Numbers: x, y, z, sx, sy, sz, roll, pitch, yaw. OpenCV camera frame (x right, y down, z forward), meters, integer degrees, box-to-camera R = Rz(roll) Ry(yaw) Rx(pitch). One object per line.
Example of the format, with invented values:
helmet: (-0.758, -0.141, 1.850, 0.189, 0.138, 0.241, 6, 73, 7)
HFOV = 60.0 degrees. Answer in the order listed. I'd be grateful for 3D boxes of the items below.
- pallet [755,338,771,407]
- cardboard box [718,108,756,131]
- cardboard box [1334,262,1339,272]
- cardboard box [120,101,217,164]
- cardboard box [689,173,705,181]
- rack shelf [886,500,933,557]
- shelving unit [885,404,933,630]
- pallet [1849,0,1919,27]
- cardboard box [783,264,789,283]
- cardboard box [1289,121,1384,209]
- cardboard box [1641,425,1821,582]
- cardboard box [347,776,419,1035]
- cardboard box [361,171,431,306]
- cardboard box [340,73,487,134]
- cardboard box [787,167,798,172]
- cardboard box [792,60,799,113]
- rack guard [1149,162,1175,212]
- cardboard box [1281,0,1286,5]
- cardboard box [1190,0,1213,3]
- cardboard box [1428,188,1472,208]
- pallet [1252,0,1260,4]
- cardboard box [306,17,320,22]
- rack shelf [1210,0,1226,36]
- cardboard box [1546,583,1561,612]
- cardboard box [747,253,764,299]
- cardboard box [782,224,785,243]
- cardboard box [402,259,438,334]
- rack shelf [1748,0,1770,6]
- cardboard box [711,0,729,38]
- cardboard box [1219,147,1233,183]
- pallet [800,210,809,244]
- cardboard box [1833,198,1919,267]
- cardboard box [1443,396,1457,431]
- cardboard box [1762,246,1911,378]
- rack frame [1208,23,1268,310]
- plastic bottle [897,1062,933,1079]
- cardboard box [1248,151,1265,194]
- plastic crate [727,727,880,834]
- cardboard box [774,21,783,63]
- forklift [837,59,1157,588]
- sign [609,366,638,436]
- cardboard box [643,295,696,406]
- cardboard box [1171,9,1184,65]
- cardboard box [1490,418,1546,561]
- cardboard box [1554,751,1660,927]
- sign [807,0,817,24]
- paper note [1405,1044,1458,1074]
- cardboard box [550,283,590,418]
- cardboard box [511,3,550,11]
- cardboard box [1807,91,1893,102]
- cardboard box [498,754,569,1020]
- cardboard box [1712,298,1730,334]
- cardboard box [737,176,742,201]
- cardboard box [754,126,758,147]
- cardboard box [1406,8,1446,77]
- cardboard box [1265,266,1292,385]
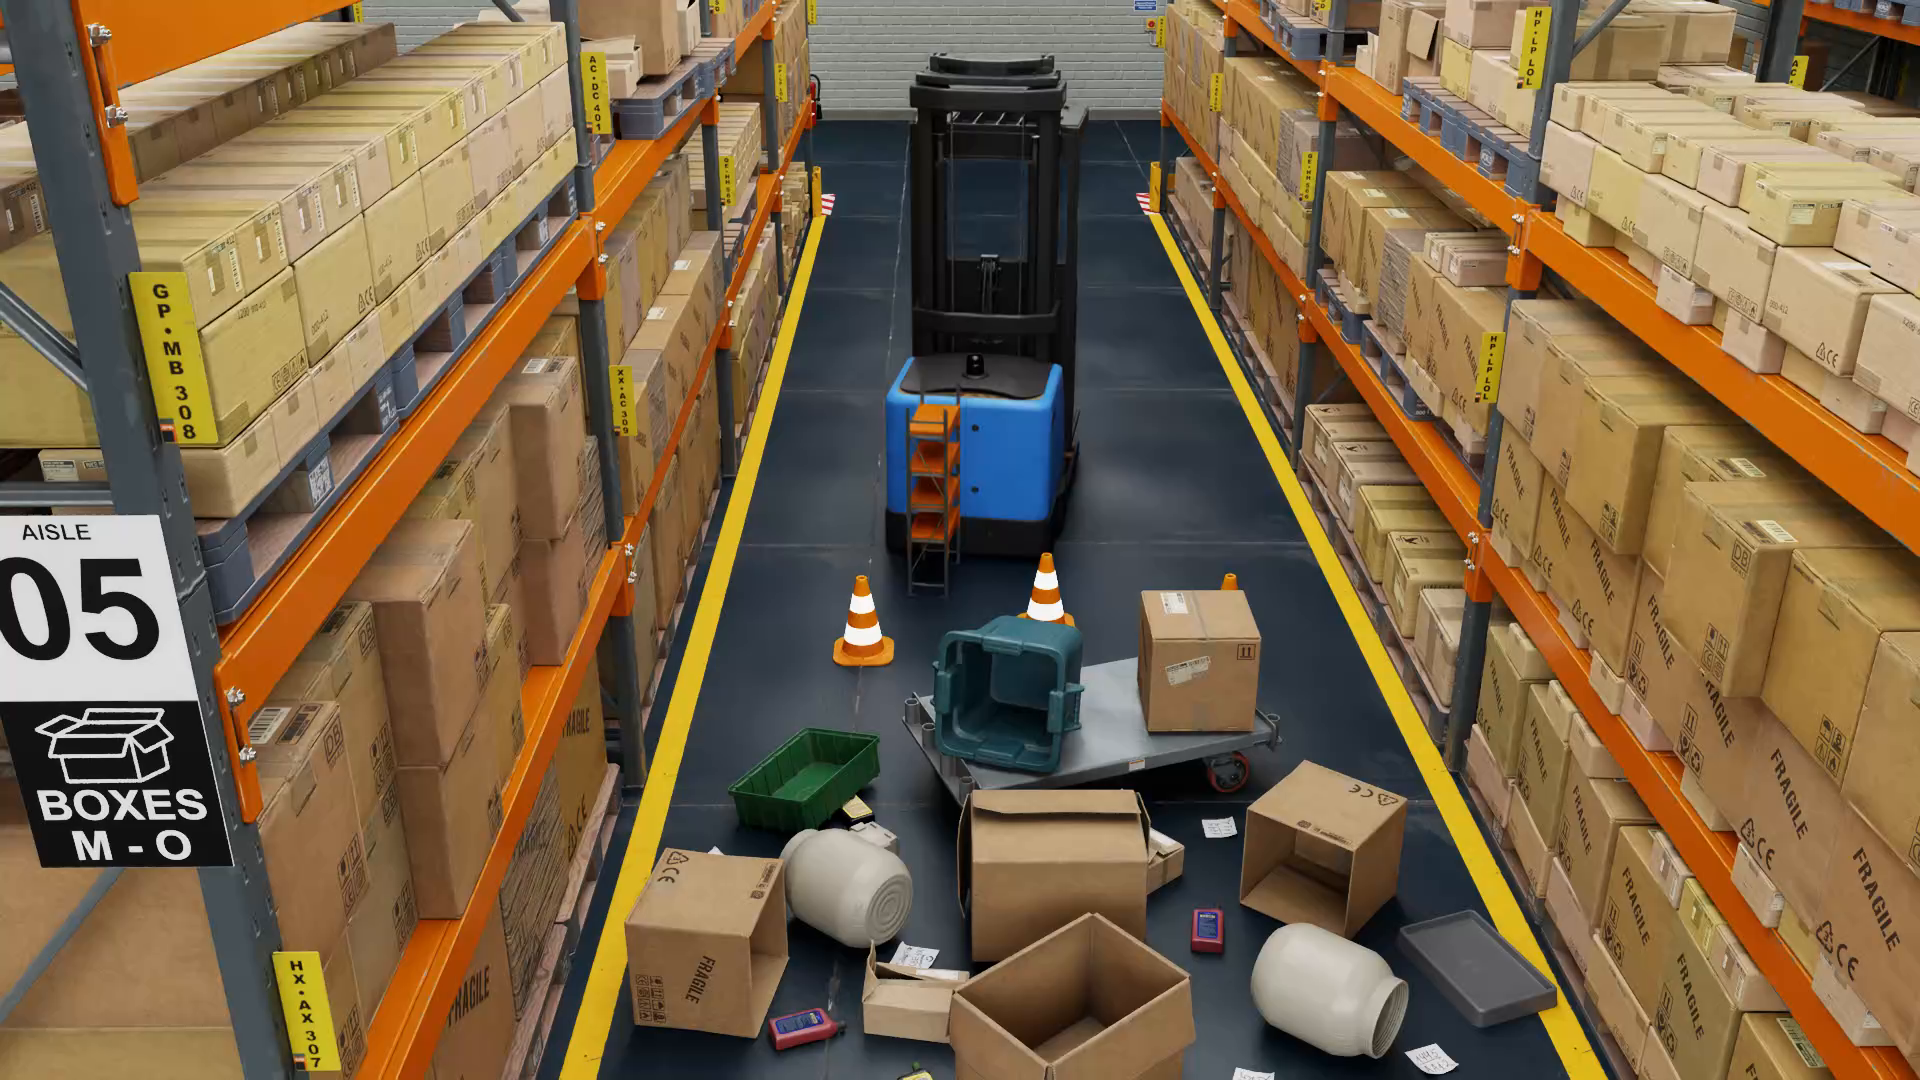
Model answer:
pallet: (-2.098, -1.379, 13.542, 1.003, 0.211, 1.213, 0, 24, -1)
cardboard box: (-1.920, -3.547, 14.025, 0.380, 0.149, 0.250, -1, 24, -2)
cardboard box: (2.686, -1.832, 10.955, 0.380, 0.149, 0.250, -2, 24, -4)
cardboard box: (-2.353, -1.147, 4.713, 0.380, 0.149, 0.250, 0, 24, 0)
cardboard box: (-1.897, -2.476, 11.657, 0.380, 0.149, 0.250, -1, 24, -2)
rack shelf: (-0.289, -0.070, 9.613, 0.258, 0.148, 0.480, 0, 24, 0)
shelving unit: (-0.289, -0.132, 9.585, 0.258, 1.200, 0.503, 0, 24, 0)
pallet: (7.740, -4.146, 12.866, 1.213, 0.211, 1.003, 0, 24, -1)
cardboard box: (-1.806, -2.518, 15.627, 0.380, 0.149, 0.250, -1, 24, -3)
cardboard box: (2.601, -2.603, 11.530, 0.500, 0.500, 0.500, -1, 24, -2)
cardboard box: (2.759, -0.064, 5.555, 0.700, 0.500, 0.500, 0, 24, -1)
cardboard box: (-2.070, 1.023, 4.666, 0.875, 0.550, 0.550, 0, 24, -1)
cardboard box: (-1.754, -0.817, 4.467, 0.500, 0.250, 0.500, 0, 24, -1)
cardboard box: (-1.701, -1.361, 5.185, 0.380, 0.149, 0.250, -1, 24, -1)
cardboard box: (-1.963, -3.965, 18.105, 0.380, 0.149, 0.250, 0, 24, 0)
cardboard box: (-1.894, -4.493, 16.561, 0.500, 0.500, 0.500, 1, 24, 2)
rack guard: (2.781, -4.057, 19.114, 1.175, 0.500, 0.348, 0, 24, -1)
cardboard box: (2.504, -3.952, 11.862, 0.396, 0.266, 0.258, -1, 24, -2)
cardboard box: (2.547, -5.404, 16.936, 0.380, 0.149, 0.250, 0, 24, 0)
cardboard box: (3.168, -1.863, 10.237, 0.500, 0.500, 0.500, -1, 24, -1)
pallet: (2.884, -4.440, 13.519, 0.805, 0.209, 1.217, -1, 24, -3)
cardboard box: (-6.860, -5.351, 17.852, 0.500, 0.500, 0.500, 0, 24, 0)
rack shelf: (2.803, -5.401, 16.285, 1.077, 0.370, 4.000, 0, 24, -1)
cardboard box: (2.683, 0.218, 6.934, 0.380, 0.149, 0.250, 0, 24, -1)
cardboard box: (-1.851, -2.133, 13.439, 0.500, 0.250, 0.500, -1, 24, -3)
cardboard box: (-1.864, -2.894, 15.737, 0.380, 0.149, 0.250, 1, 24, 2)
cardboard box: (-1.690, -0.681, 4.650, 0.380, 0.149, 0.250, 0, 24, -1)
rack shelf: (7.766, -5.425, 16.337, 1.077, 0.370, 4.000, 0, 24, -1)
cardboard box: (-1.820, -3.475, 11.031, 0.500, 0.500, 0.500, 0, 24, -1)
cardboard box: (2.566, -3.287, 14.560, 0.500, 0.250, 0.500, -1, 24, -2)
pallet: (-2.193, -3.485, 18.200, 1.003, 0.211, 1.213, 0, 24, -1)
cardboard box: (2.748, -0.872, 4.735, 0.380, 0.149, 0.250, -1, 24, -2)
cardboard box: (2.645, -0.638, 8.315, 0.380, 0.149, 0.250, -1, 24, -2)
cardboard box: (2.666, -0.658, 4.745, 0.500, 0.250, 0.500, 0, 24, 1)
rack frame: (2.825, -3.538, 14.932, 1.000, 3.000, 0.127, 0, 24, -1)
plastic bottle: (-0.151, 2.045, 6.153, 0.133, 0.061, 0.283, -9, 26, -19)
cardboard box: (2.568, -2.884, 13.061, 0.500, 0.250, 0.500, -1, 24, -2)
plastic crate: (-0.725, 1.143, 7.925, 0.450, 0.188, 0.662, 3, 22, 31)
cardboard box: (-1.906, -4.511, 15.389, 0.500, 0.500, 0.500, -1, 24, -2)
forklift: (0.416, -1.616, 10.765, 1.130, 2.935, 3.031, 13, 28, 27)
sign: (-1.482, -0.611, 7.315, 0.100, 0.325, 0.005, 0, 24, -1)
cardboard box: (-1.788, -1.064, 9.342, 0.500, 0.500, 0.500, 0, 24, 0)
cardboard box: (2.514, -5.275, 17.439, 0.500, 0.500, 0.500, -1, 24, -2)
cardboard box: (2.638, -0.240, 7.158, 0.500, 0.500, 0.500, 0, 24, -1)
cardboard box: (2.670, 1.157, 6.469, 0.500, 0.500, 0.500, 1, 24, 2)
sign: (-1.612, -5.788, 18.119, 0.100, 0.325, 0.005, 0, 24, -1)
paper note: (1.800, 1.978, 6.341, 0.142, 0.019, 0.148, -9, 26, -19)
cardboard box: (-2.048, -0.883, 7.728, 0.700, 0.500, 0.500, -1, 24, -1)
cardboard box: (-2.287, -2.855, 9.334, 0.500, 0.250, 0.500, 0, 24, 1)
cardboard box: (7.570, -3.598, 14.435, 0.700, 0.500, 0.500, 0, 24, 1)
cardboard box: (-2.086, 1.230, 6.459, 0.875, 0.875, 0.875, 0, 24, 0)
cardboard box: (2.686, -0.728, 5.384, 0.380, 0.149, 0.250, 0, 24, 0)
cardboard box: (-1.901, -2.741, 12.967, 0.380, 0.149, 0.250, -1, 24, -2)
cardboard box: (-1.918, -3.415, 14.094, 0.380, 0.149, 0.250, 0, 24, 0)
cardboard box: (2.914, -2.675, 9.259, 0.797, 0.503, 0.637, 0, 24, -1)
cardboard box: (2.939, -1.765, 13.082, 0.875, 0.875, 0.875, 0, 24, 0)
